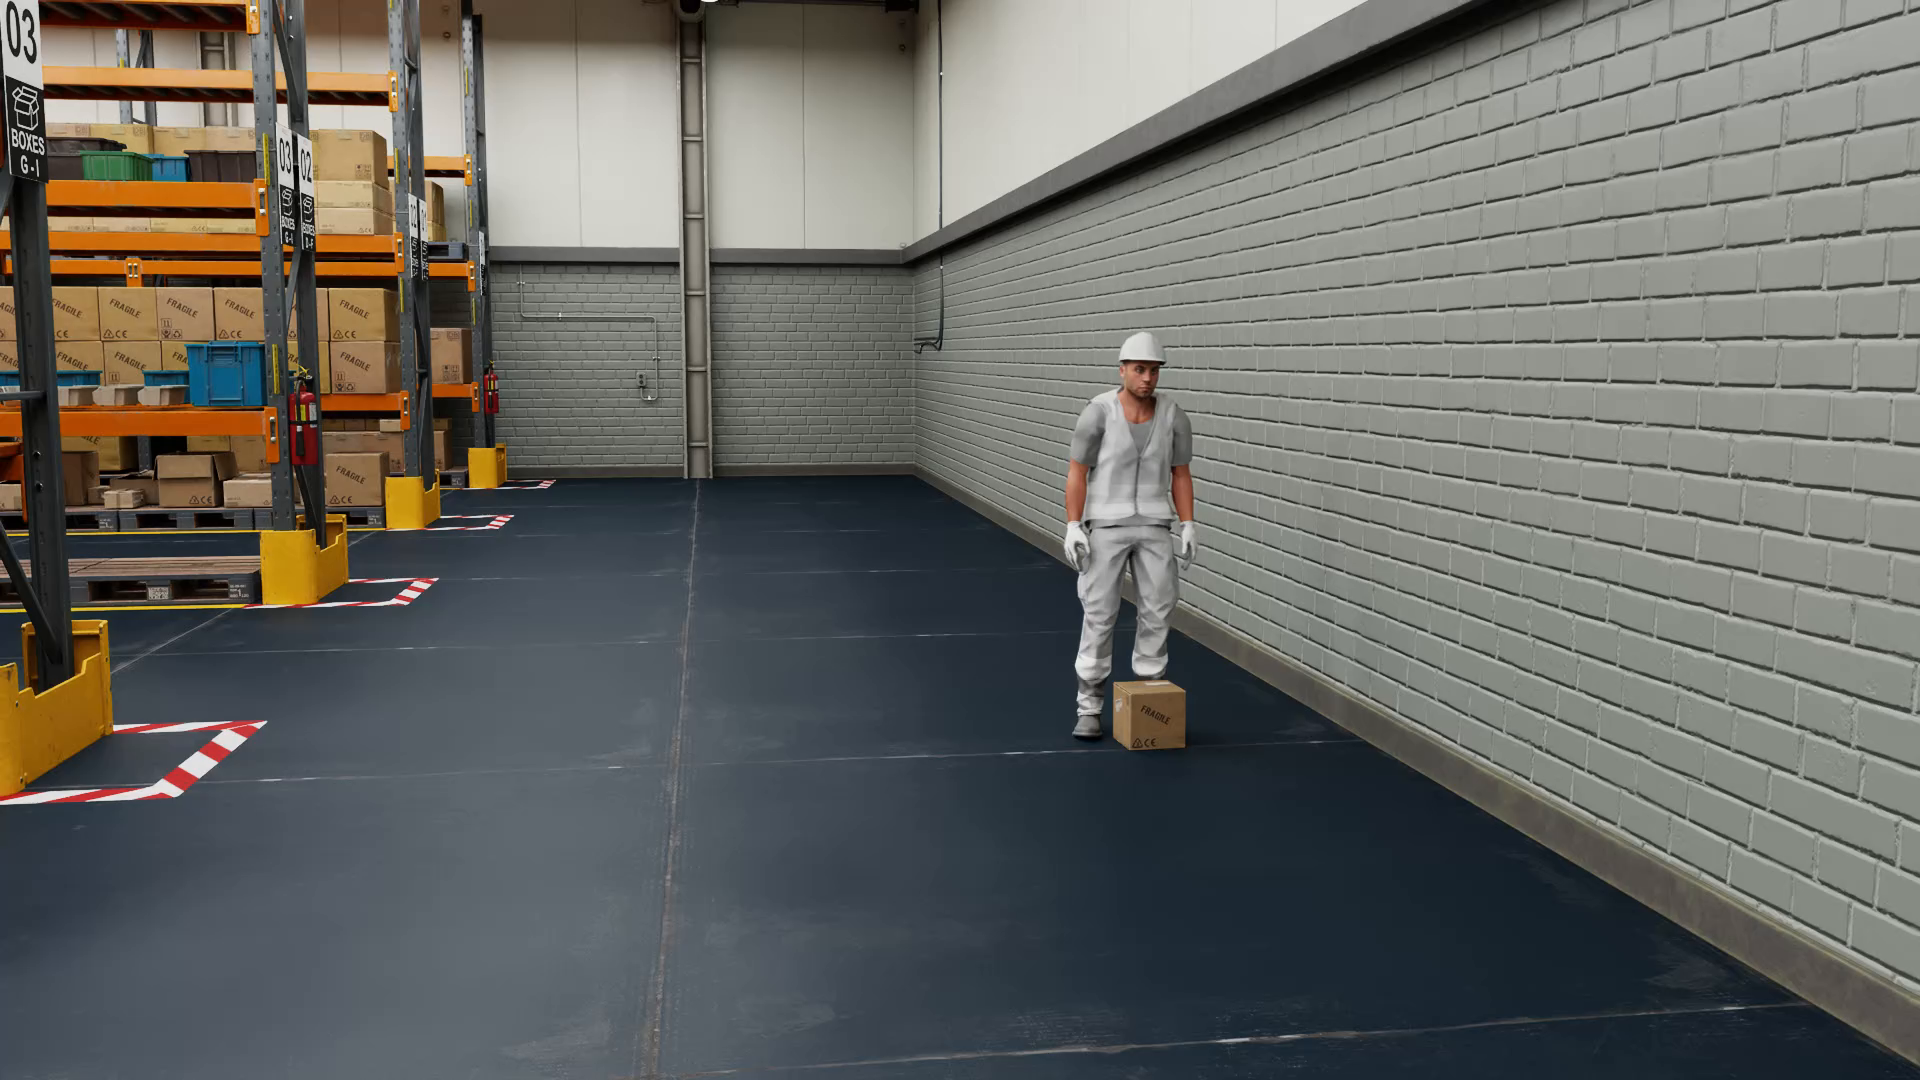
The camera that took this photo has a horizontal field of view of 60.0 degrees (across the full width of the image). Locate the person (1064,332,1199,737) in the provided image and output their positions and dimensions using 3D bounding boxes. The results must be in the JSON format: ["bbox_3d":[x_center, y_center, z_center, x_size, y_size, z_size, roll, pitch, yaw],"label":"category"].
[{"bbox_3d":[0.758,-0.023,7.348,0.615,1.778,0.456,-1,6,-10],"label":"person"}]
